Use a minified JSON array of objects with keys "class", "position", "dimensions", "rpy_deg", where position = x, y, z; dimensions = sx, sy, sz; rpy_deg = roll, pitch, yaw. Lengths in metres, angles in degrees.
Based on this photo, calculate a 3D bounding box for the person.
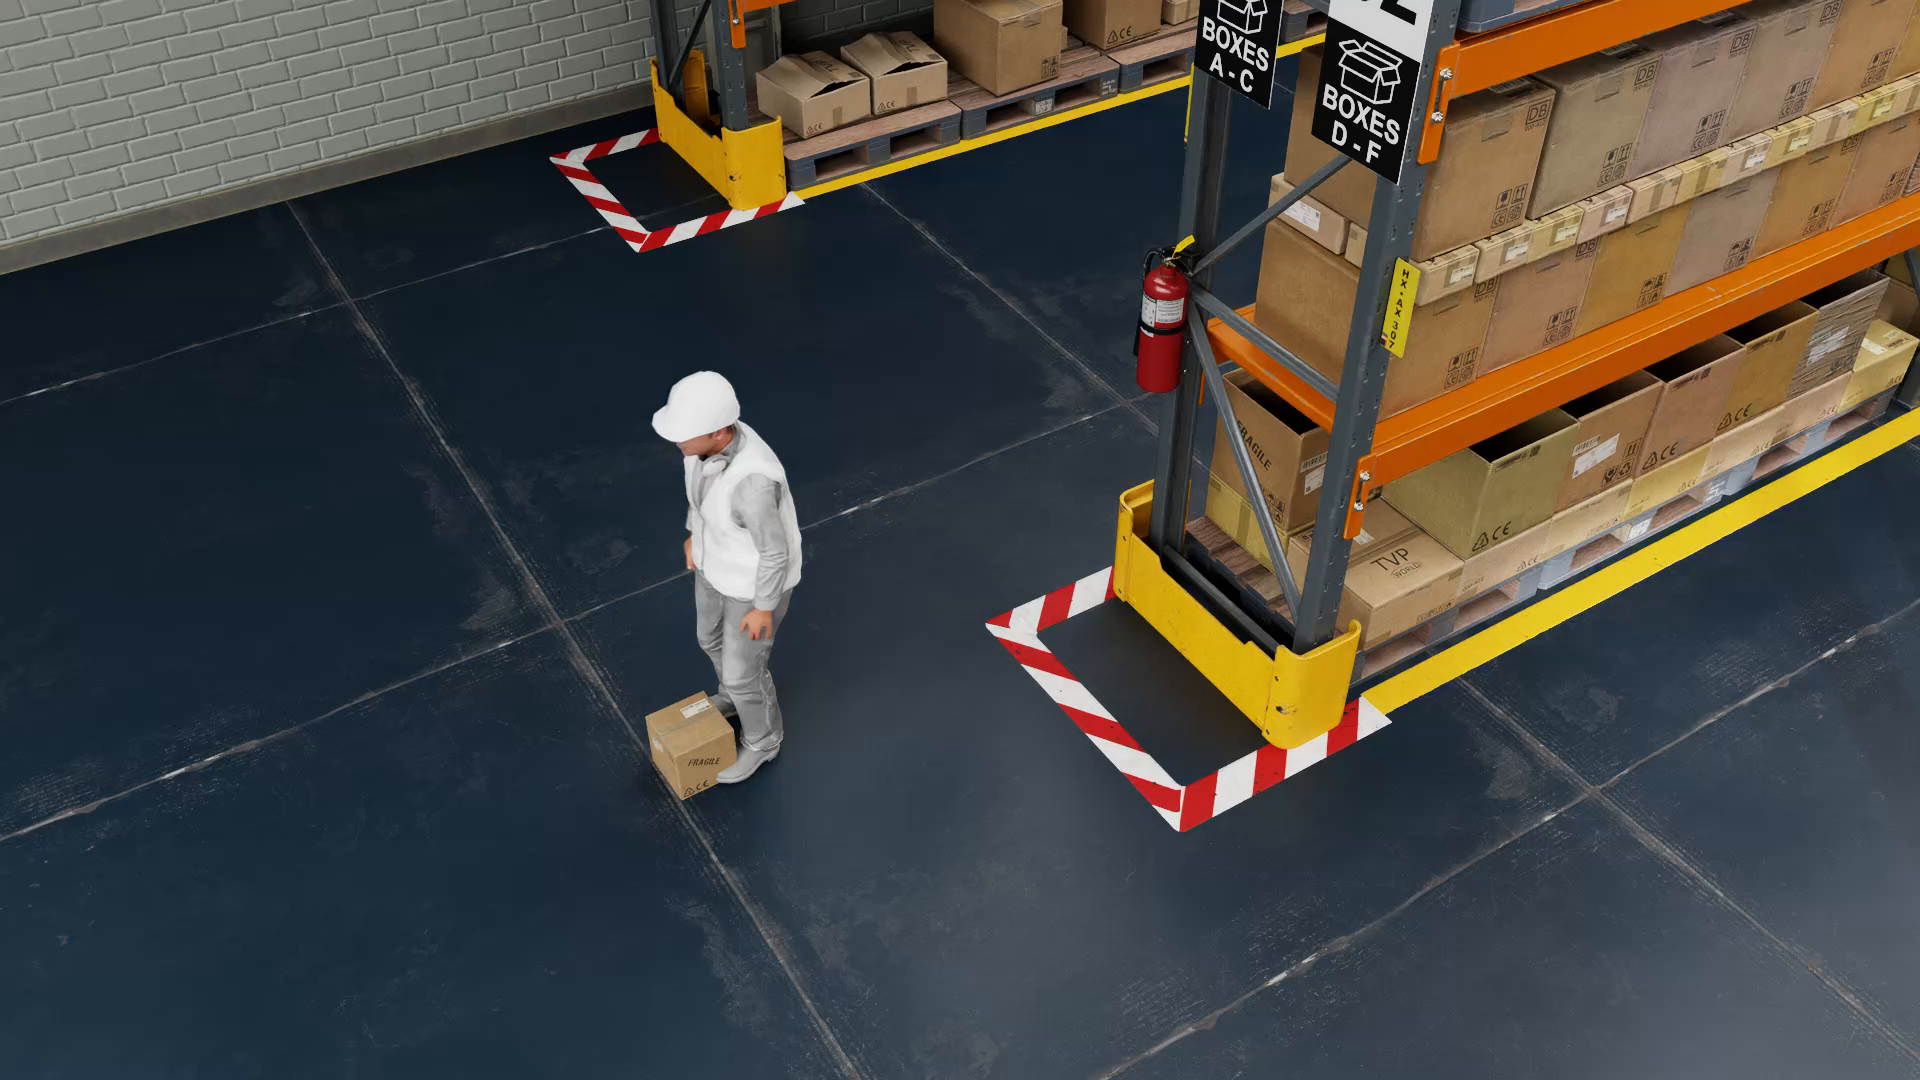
[{"class":"person","position":[-0.816,0.112,6.007],"dimensions":[0.472,1.771,0.579],"rpy_deg":[-24,46,-25]}]
